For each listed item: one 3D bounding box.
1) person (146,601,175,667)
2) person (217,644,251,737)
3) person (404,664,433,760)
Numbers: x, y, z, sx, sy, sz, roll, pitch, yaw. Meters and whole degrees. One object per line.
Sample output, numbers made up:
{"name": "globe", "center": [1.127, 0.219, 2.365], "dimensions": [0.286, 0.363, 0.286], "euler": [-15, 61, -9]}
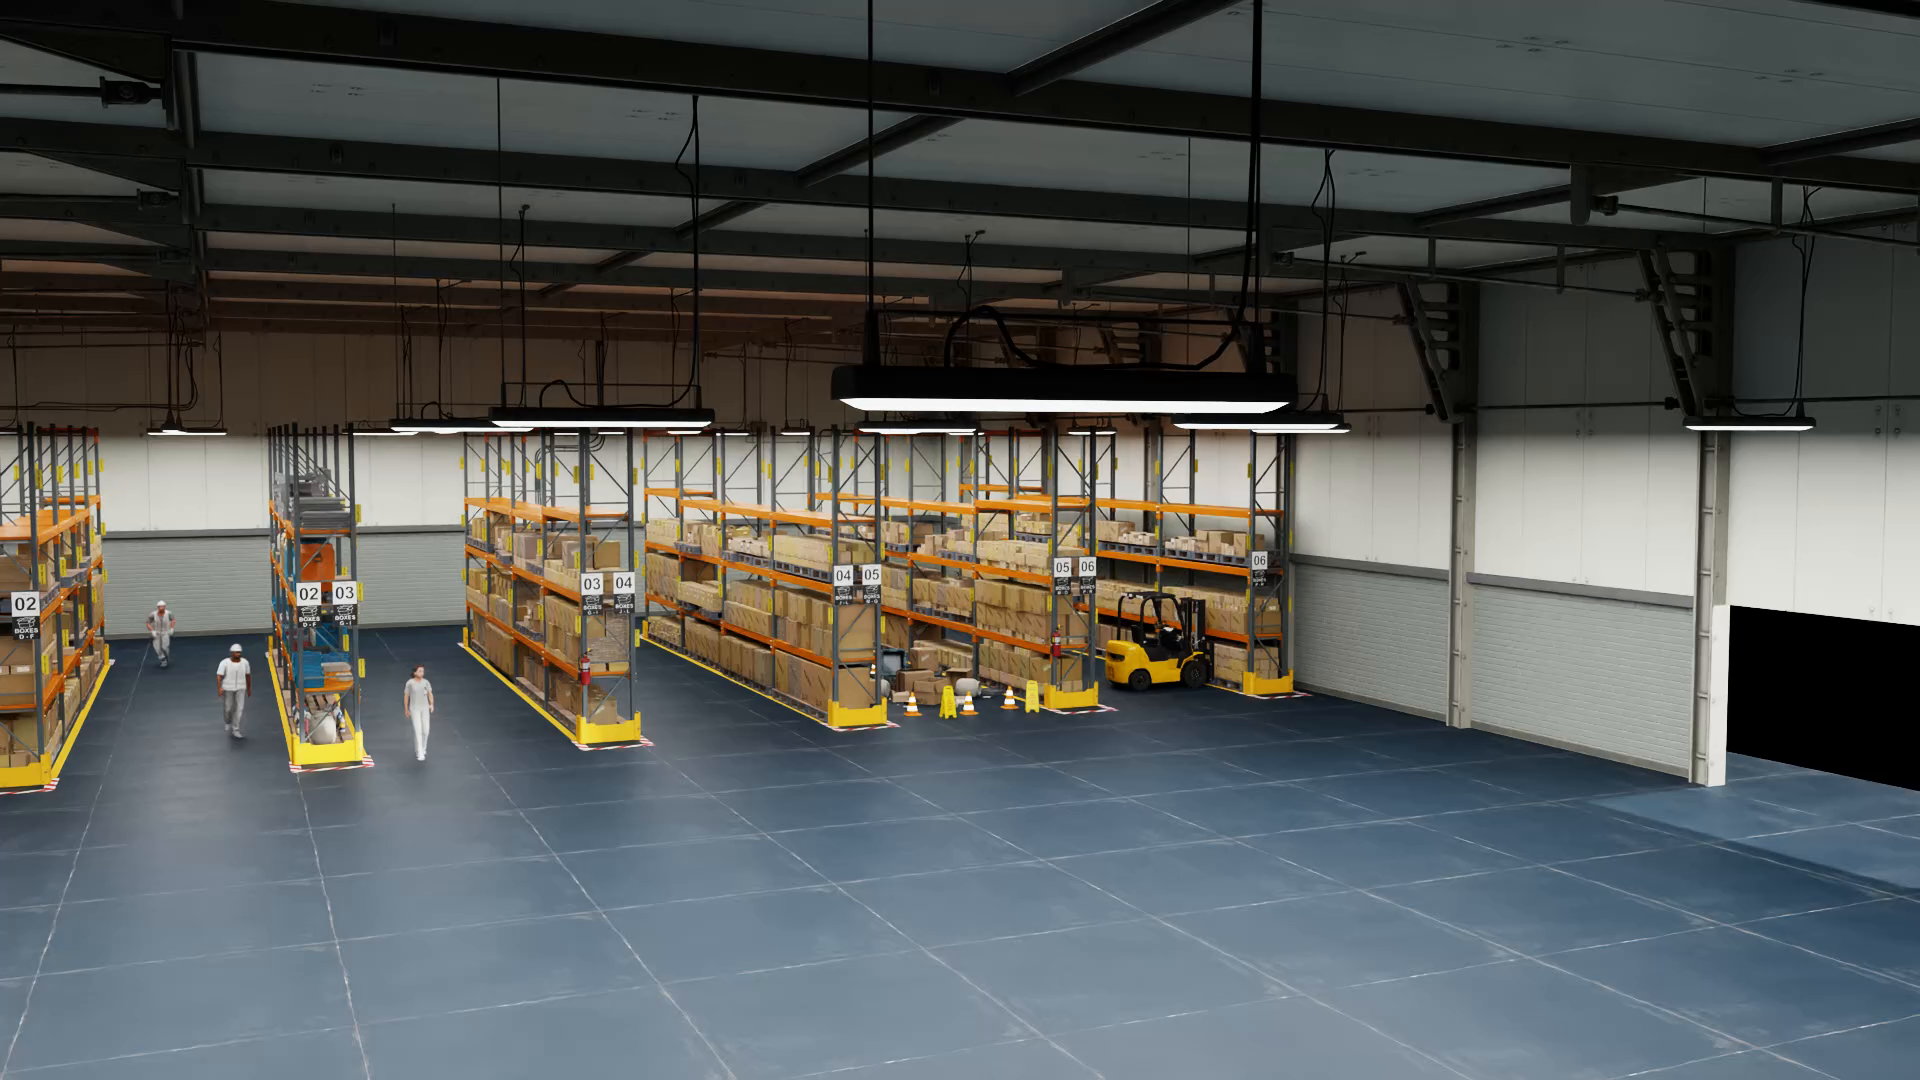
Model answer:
{"name": "person", "center": [-19.986, 2.347, 41.583], "dimensions": [0.625, 1.684, 0.633], "euler": [-1, 4, -15]}
{"name": "person", "center": [-14.023, 2.903, 32.146], "dimensions": [0.663, 1.763, 0.749], "euler": [-3, 4, -38]}
{"name": "person", "center": [-9.692, 3.084, 29.945], "dimensions": [0.470, 1.658, 0.738], "euler": [-3, 4, -38]}
